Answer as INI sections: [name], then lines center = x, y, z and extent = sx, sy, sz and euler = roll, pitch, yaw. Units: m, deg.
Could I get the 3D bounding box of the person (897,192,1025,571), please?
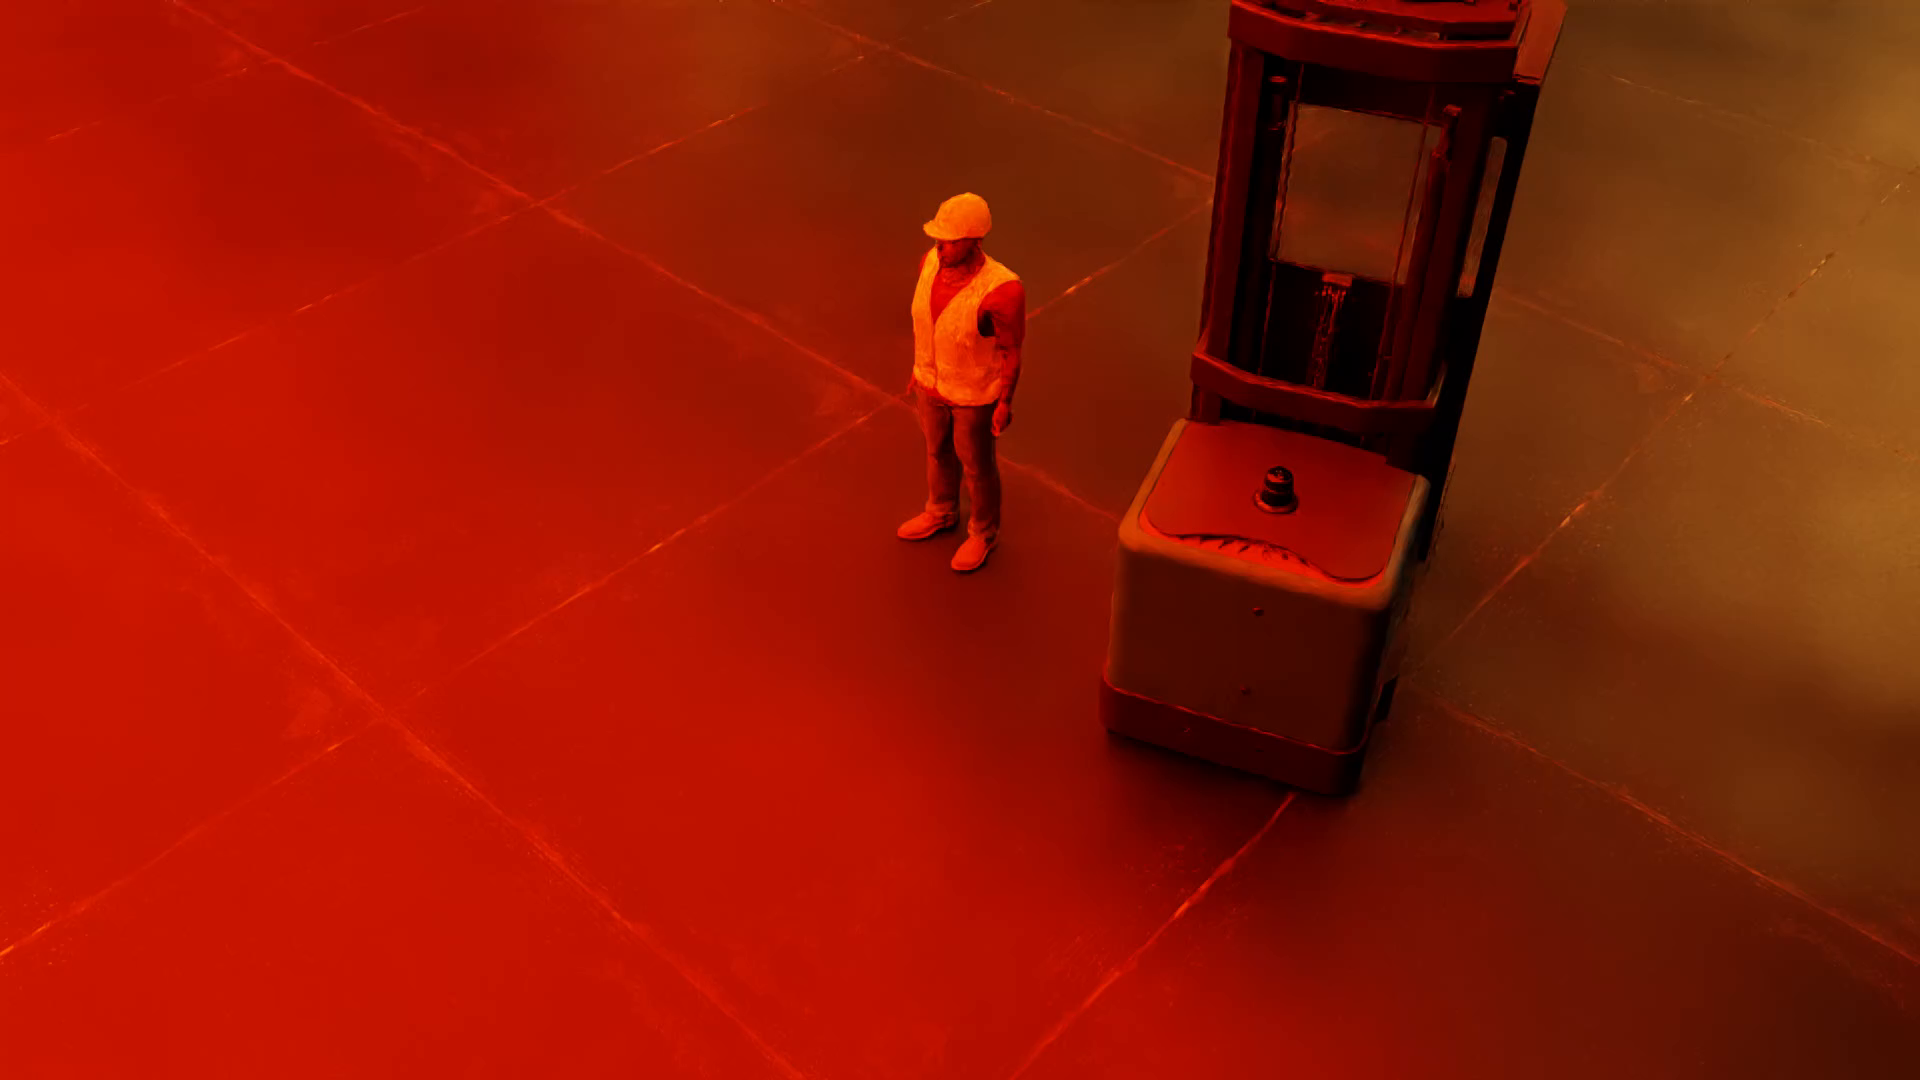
[person]
center = -0.008, -0.664, 7.096
extent = 0.559, 1.771, 0.367
euler = 31, 49, 31

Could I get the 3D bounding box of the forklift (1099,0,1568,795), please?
[forklift]
center = 1.595, -1.092, 6.701
extent = 1.130, 2.935, 3.031
euler = 15, 43, 17
